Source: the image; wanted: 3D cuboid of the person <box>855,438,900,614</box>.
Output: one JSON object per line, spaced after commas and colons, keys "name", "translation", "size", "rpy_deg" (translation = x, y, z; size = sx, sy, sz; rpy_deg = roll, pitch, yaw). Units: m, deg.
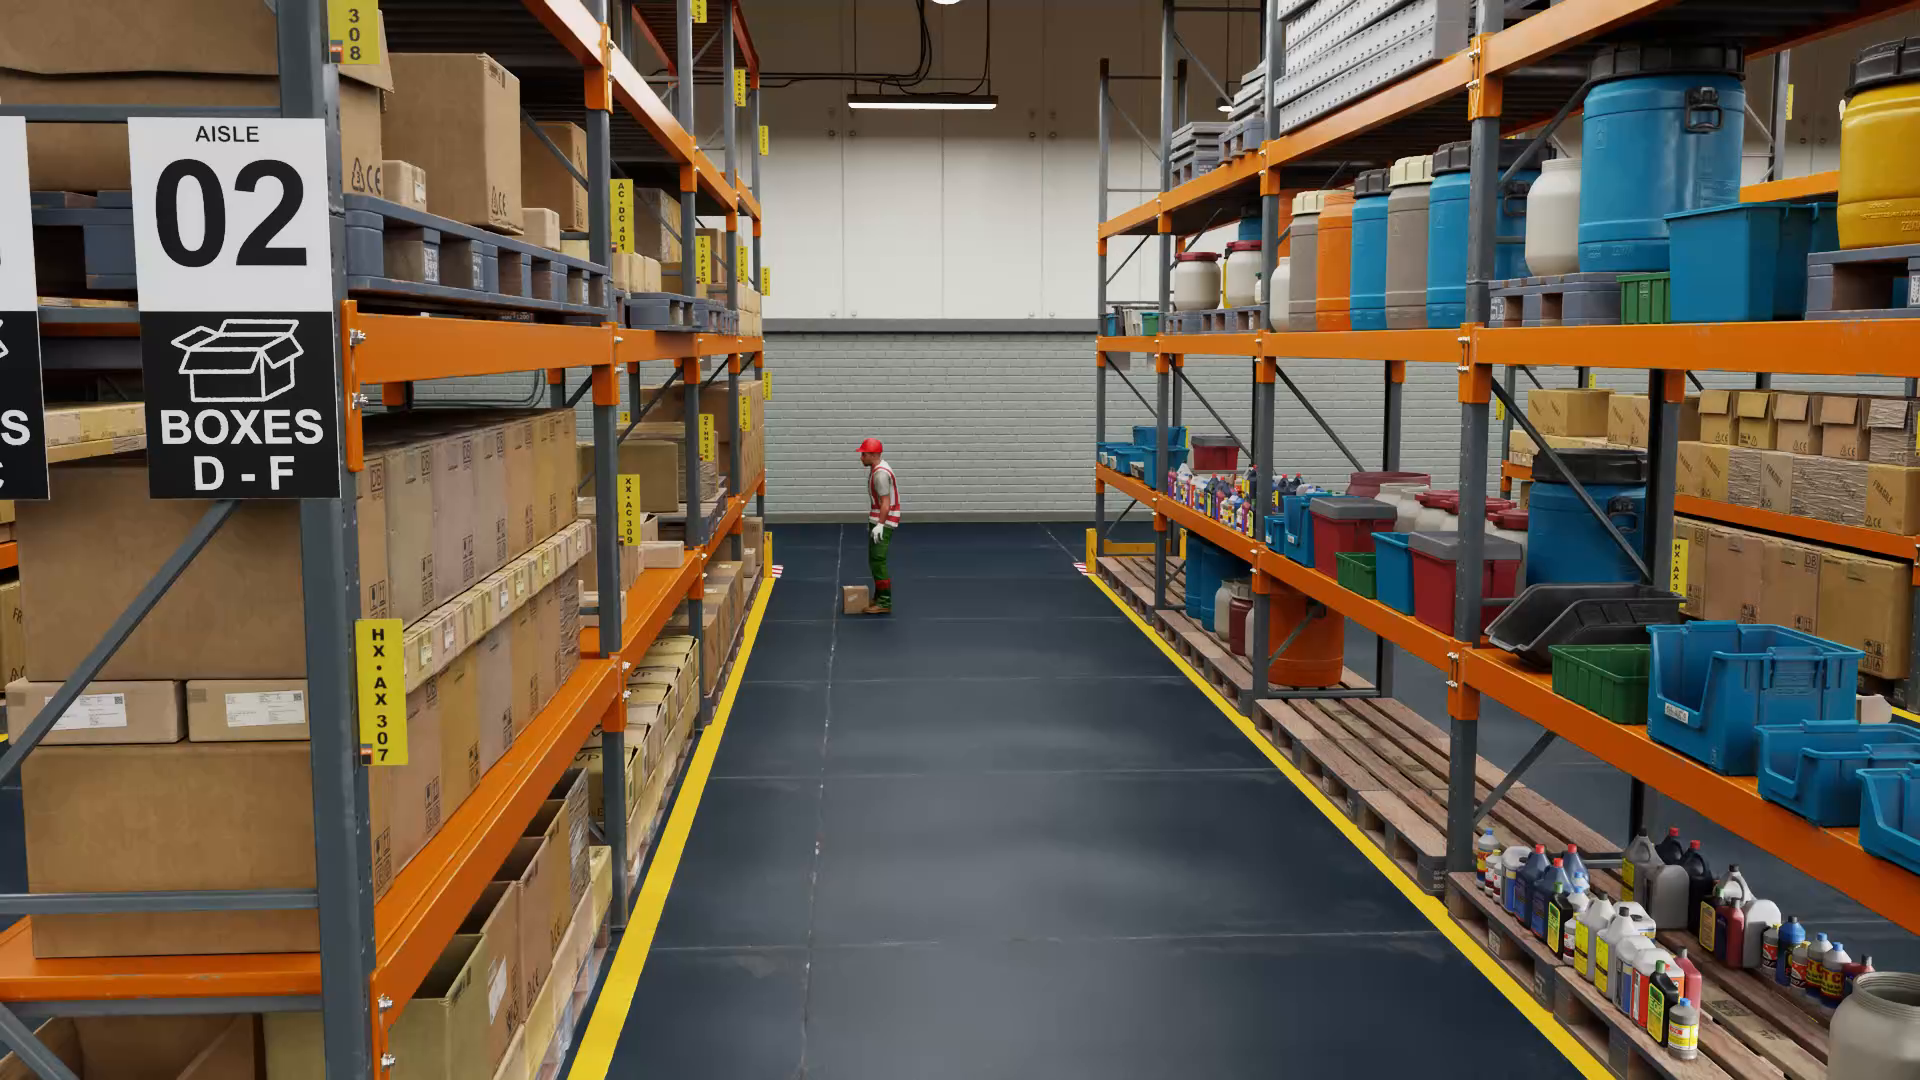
{"name": "person", "translation": [-0.840, -0.148, 16.930], "size": [0.452, 1.778, 0.613], "rpy_deg": [-1, 7, -7]}
